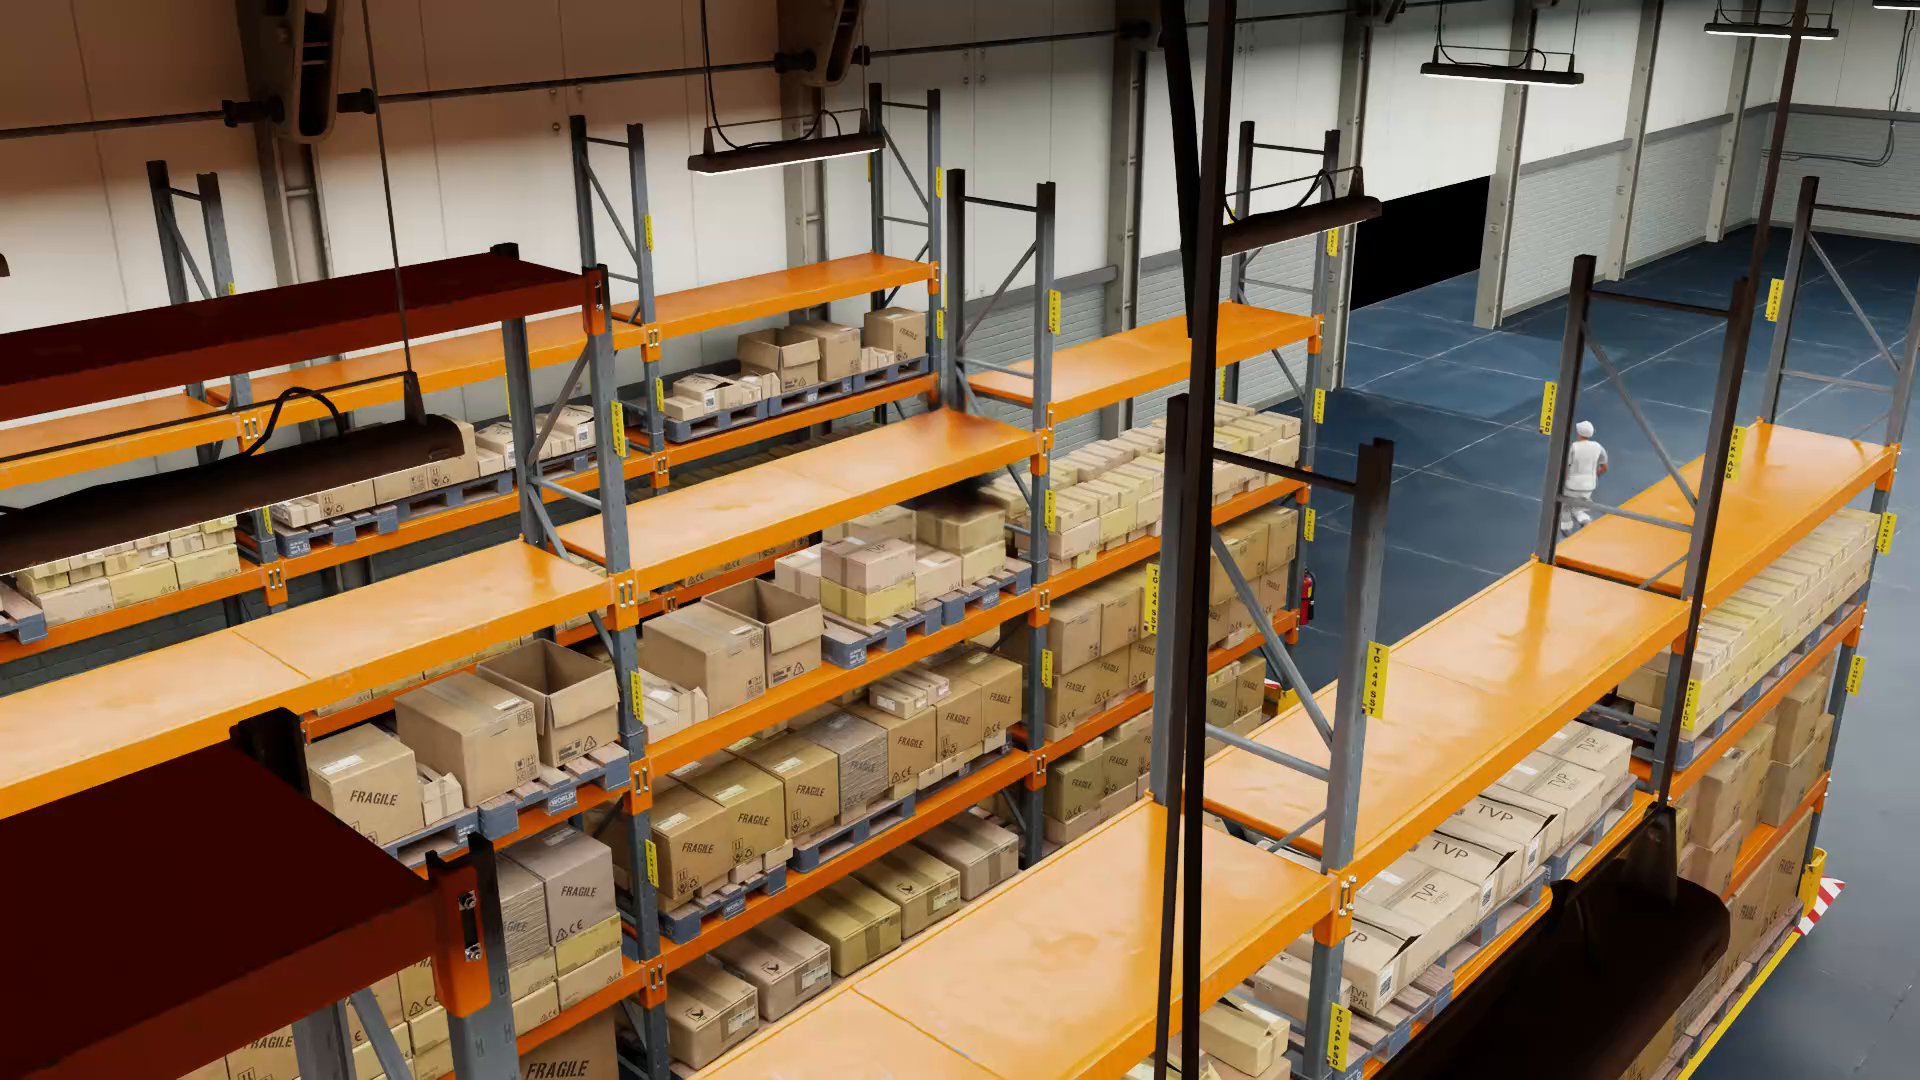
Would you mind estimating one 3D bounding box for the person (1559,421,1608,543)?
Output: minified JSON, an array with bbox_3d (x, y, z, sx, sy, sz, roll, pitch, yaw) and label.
[{"bbox_3d":[7.957,-0.655,21.321,0.646,1.738,0.711,-1,21,-3],"label":"person"}]
